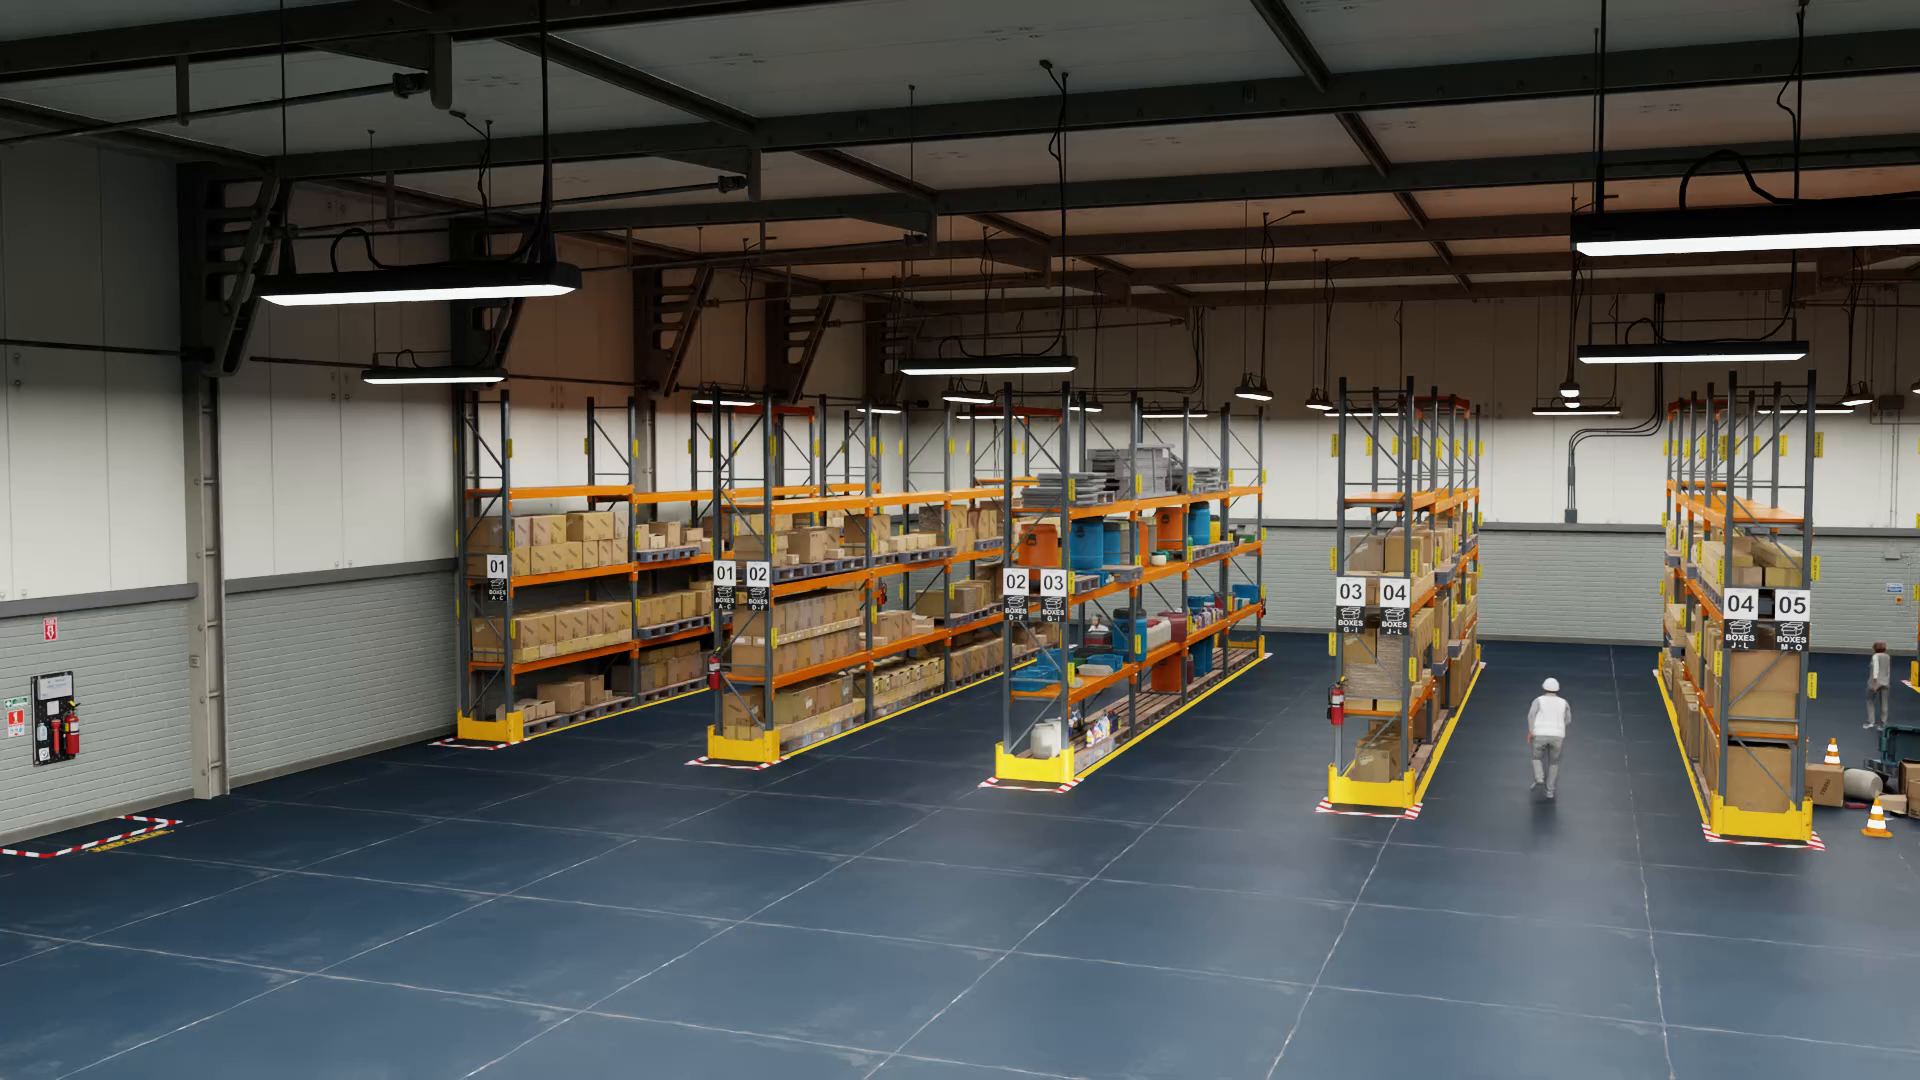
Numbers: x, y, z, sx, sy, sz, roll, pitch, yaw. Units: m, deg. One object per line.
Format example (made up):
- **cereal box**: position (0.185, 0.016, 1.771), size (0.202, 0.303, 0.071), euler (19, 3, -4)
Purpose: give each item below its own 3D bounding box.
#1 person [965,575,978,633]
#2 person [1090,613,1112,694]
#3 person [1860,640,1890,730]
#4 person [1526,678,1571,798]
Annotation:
- **person**: position (0.180, 1.763, 42.678), size (0.665, 1.718, 1.103), euler (1, 3, 22)
- **person**: position (2.908, 2.307, 34.089), size (0.550, 1.655, 0.582), euler (2, 4, 34)
- **person**: position (16.335, 2.606, 29.504), size (0.407, 1.601, 0.627), euler (0, 3, 6)
- **person**: position (8.538, 2.846, 24.115), size (0.604, 1.667, 0.746), euler (1, 3, 21)
